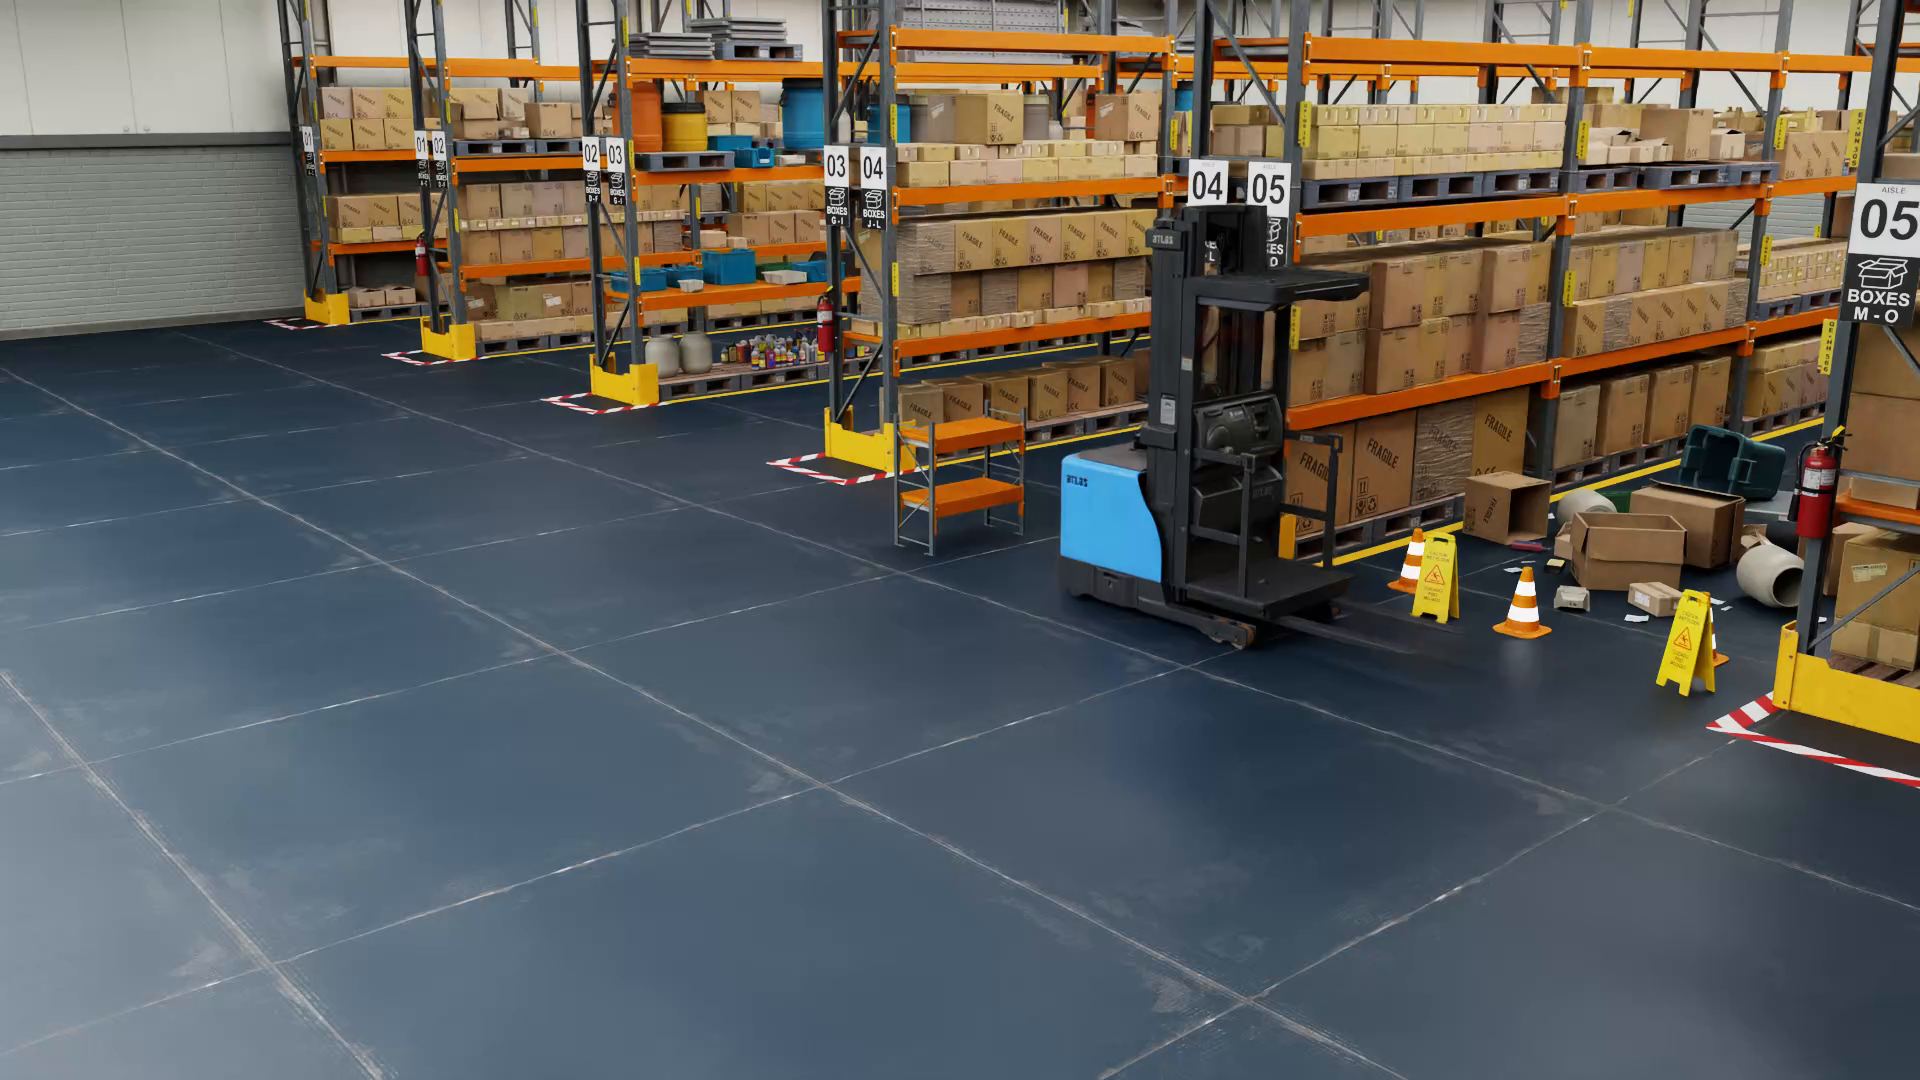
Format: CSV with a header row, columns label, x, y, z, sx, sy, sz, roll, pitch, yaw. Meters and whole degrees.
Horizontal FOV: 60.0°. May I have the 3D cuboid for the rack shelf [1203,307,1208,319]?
label,x,y,z,sx,sy,sz,roll,pitch,yaw
rack shelf,3.531,-2.921,20.767,4.000,0.370,1.077,-13,19,-39

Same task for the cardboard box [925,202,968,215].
label,x,y,z,sx,sy,sz,roll,pitch,yaw
cardboard box,-0.244,-6.034,30.021,0.500,0.500,0.700,-9,17,-29

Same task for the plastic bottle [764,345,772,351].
label,x,y,z,sx,sy,sz,roll,pitch,yaw
plastic bottle,-2.602,-2.547,22.543,0.097,0.201,0.097,0,15,0

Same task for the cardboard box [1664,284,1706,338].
label,x,y,z,sx,sy,sz,roll,pitch,yaw
cardboard box,7.301,-2.376,17.137,0.500,0.500,0.500,-13,20,-40

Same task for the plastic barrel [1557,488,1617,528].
label,x,y,z,sx,sy,sz,roll,pitch,yaw
plastic barrel,5.353,-0.212,14.222,0.421,0.421,0.512,0,15,-1

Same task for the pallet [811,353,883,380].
label,x,y,z,sx,sy,sz,roll,pitch,yaw
pallet,-1.763,-2.441,22.980,1.213,0.211,1.003,-13,19,-39

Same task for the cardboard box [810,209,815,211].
label,x,y,z,sx,sy,sz,roll,pitch,yaw
cardboard box,-3.165,-6.661,33.824,0.250,0.149,0.380,-13,19,-39

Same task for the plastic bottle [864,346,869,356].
label,x,y,z,sx,sy,sz,roll,pitch,yaw
plastic bottle,-1.298,-2.633,22.863,0.097,0.201,0.097,0,15,0

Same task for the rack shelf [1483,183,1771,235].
label,x,y,z,sx,sy,sz,roll,pitch,yaw
rack shelf,6.711,-3.388,16.701,4.000,0.370,1.077,-13,19,-39

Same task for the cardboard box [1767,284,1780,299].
label,x,y,z,sx,sy,sz,roll,pitch,yaw
cardboard box,8.892,-2.788,18.549,0.250,0.149,0.380,-11,19,-37

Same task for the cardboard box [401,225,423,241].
label,x,y,z,sx,sy,sz,roll,pitch,yaw
cardboard box,-9.403,-5.279,28.453,0.500,0.250,0.500,-13,20,-40

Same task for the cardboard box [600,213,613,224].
label,x,y,z,sx,sy,sz,roll,pitch,yaw
cardboard box,-5.501,-4.918,25.399,0.250,0.149,0.380,-12,19,-38

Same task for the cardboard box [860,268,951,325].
label,x,y,z,sx,sy,sz,roll,pitch,yaw
cardboard box,-0.562,-2.532,17.147,0.500,0.500,0.875,-13,19,-39

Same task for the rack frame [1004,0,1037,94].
label,x,y,z,sx,sy,sz,roll,pitch,yaw
rack frame,1.320,-10.754,37.073,0.127,3.000,1.000,-13,19,-39

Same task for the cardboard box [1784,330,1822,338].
label,x,y,z,sx,sy,sz,roll,pitch,yaw
cardboard box,10.055,-2.308,19.654,0.500,0.250,0.500,-14,20,-42

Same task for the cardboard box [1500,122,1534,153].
label,x,y,z,sx,sy,sz,roll,pitch,yaw
cardboard box,4.617,-3.500,14.434,0.500,0.250,0.500,-13,20,-40

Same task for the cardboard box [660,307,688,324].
label,x,y,z,sx,sy,sz,roll,pitch,yaw
cardboard box,-4.684,-3.612,26.476,0.500,0.250,0.500,-13,19,-39

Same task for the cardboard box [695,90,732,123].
label,x,y,z,sx,sy,sz,roll,pitch,yaw
cardboard box,-3.987,-6.898,26.472,0.500,0.500,0.500,-12,19,-39

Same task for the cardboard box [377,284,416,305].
label,x,y,z,sx,sy,sz,roll,pitch,yaw
cardboard box,-9.739,-4.255,28.725,0.500,0.311,0.500,-11,18,-35

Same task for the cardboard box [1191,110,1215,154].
label,x,y,z,sx,sy,sz,roll,pitch,yaw
cardboard box,3.152,-4.852,19.776,0.637,0.503,0.797,-12,19,-37

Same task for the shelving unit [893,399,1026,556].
label,x,y,z,sx,sy,sz,roll,pitch,yaw
shelving unit,0.005,-0.545,14.109,1.048,1.125,0.538,-13,19,-39

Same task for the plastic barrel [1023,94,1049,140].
label,x,y,z,sx,sy,sz,roll,pitch,yaw
plastic barrel,1.026,-6.166,24.738,0.600,0.901,0.600,0,15,0

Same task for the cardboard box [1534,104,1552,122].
label,x,y,z,sx,sy,sz,roll,pitch,yaw
cardboard box,4.944,-3.745,14.578,0.250,0.149,0.380,-13,20,-40

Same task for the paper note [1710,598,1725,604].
label,x,y,z,sx,sy,sz,roll,pitch,yaw
paper note,5.656,0.455,12.511,0.142,0.019,0.148,-6,16,-20

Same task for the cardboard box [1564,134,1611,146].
label,x,y,z,sx,sy,sz,roll,pitch,yaw
cardboard box,5.989,-3.827,16.236,0.500,0.250,0.500,-13,20,-40

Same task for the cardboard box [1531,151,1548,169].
label,x,y,z,sx,sy,sz,roll,pitch,yaw
cardboard box,4.947,-3.359,14.681,0.250,0.149,0.380,-12,19,-38

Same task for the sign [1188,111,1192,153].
label,x,y,z,sx,sy,sz,roll,pitch,yaw
sign,1.839,-3.216,13.103,0.005,0.325,0.100,-13,19,-39

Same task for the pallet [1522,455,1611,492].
label,x,y,z,sx,sy,sz,roll,pitch,yaw
pallet,5.734,-0.745,16.631,1.213,0.211,1.003,-13,19,-39

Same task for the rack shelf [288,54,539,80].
label,x,y,z,sx,sy,sz,roll,pitch,yaw
rack shelf,-9.241,-8.033,28.287,4.000,0.370,1.077,-13,19,-39

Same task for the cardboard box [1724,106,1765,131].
label,x,y,z,sx,sy,sz,roll,pitch,yaw
cardboard box,8.731,-4.701,18.547,0.258,0.266,0.396,-13,19,-39

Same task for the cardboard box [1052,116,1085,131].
label,x,y,z,sx,sy,sz,roll,pitch,yaw
cardboard box,2.087,-7.867,31.397,0.500,0.250,0.500,-13,19,-39

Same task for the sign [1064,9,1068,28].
label,x,y,z,sx,sy,sz,roll,pitch,yaw
sign,1.926,-9.533,30.386,0.005,0.325,0.100,-13,19,-39

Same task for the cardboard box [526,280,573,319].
label,x,y,z,sx,sy,sz,roll,pitch,yaw
cardboard box,-6.200,-3.638,25.118,0.500,0.500,0.500,-13,19,-39

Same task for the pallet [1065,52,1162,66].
label,x,y,z,sx,sy,sz,roll,pitch,yaw
pallet,2.353,-7.302,25.290,1.003,0.211,1.213,-13,19,-39

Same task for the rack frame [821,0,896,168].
label,x,y,z,sx,sy,sz,roll,pitch,yaw
rack frame,-0.995,-5.151,16.095,0.127,3.000,1.000,-13,19,-39

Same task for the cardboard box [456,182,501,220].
label,x,y,z,sx,sy,sz,roll,pitch,yaw
cardboard box,-7.095,-4.942,24.232,0.500,0.500,0.700,-13,19,-39

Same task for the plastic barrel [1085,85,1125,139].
label,x,y,z,sx,sy,sz,roll,pitch,yaw
plastic barrel,2.219,-6.527,25.414,0.708,0.830,0.600,-13,19,-39

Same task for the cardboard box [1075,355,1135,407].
label,x,y,z,sx,sy,sz,roll,pitch,yaw
cardboard box,1.694,-1.865,19.450,0.500,0.500,0.500,-13,20,-41

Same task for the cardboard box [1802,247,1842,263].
label,x,y,z,sx,sy,sz,roll,pitch,yaw
cardboard box,10.078,-3.345,19.479,0.250,0.149,0.380,-14,20,-42

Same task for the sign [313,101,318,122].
label,x,y,z,sx,sy,sz,roll,pitch,yaw
sign,-10.394,-6.911,26.804,0.005,0.325,0.100,-13,19,-39

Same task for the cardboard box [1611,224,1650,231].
label,x,y,z,sx,sy,sz,roll,pitch,yaw
cardboard box,10.500,-4.814,26.176,0.500,0.250,0.500,-13,20,-40

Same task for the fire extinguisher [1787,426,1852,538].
label,x,y,z,sx,sy,sz,roll,pitch,yaw
fire extinguisher,5.121,-0.356,9.920,0.183,0.674,0.296,-13,19,-39

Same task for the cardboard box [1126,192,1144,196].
label,x,y,z,sx,sy,sz,roll,pitch,yaw
cardboard box,3.263,-7.033,32.635,0.500,0.500,0.500,-12,19,-38

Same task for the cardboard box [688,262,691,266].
label,x,y,z,sx,sy,sz,roll,pitch,yaw
cardboard box,-5.224,-5.373,32.544,0.500,0.500,0.700,-12,19,-39

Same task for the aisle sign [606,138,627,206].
label,x,y,z,sx,sy,sz,roll,pitch,yaw
aisle sign,-4.109,-4.403,19.885,0.004,0.787,0.394,-13,19,-39

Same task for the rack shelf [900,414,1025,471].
label,x,y,z,sx,sy,sz,roll,pitch,yaw
rack shelf,0.005,-0.827,14.034,1.000,0.278,0.538,-13,19,-39

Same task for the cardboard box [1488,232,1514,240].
label,x,y,z,sx,sy,sz,roll,pitch,yaw
cardboard box,7.506,-4.119,23.662,0.500,0.500,0.500,-12,19,-38

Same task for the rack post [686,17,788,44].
label,x,y,z,sx,sy,sz,roll,pitch,yaw
rack post,-2.806,-6.413,20.966,0.954,0.300,0.937,-13,20,-40

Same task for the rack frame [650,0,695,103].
label,x,y,z,sx,sy,sz,roll,pitch,yaw
rack frame,-4.478,-7.757,25.854,0.127,3.000,1.000,-13,19,-39

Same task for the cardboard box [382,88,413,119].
label,x,y,z,sx,sy,sz,roll,pitch,yaw
cardboard box,-9.509,-7.317,27.850,0.500,0.500,0.500,-12,19,-38

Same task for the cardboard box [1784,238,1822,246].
label,x,y,z,sx,sy,sz,roll,pitch,yaw
cardboard box,10.431,-3.646,20.606,0.250,0.149,0.380,-12,19,-38

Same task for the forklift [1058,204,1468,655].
label,x,y,z,sx,sy,sz,roll,pitch,yaw
forklift,2.117,-0.815,11.622,1.130,2.935,3.031,-13,20,-41

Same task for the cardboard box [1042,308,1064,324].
label,x,y,z,sx,sy,sz,roll,pitch,yaw
cardboard box,0.912,-2.464,18.147,0.250,0.149,0.380,-13,19,-39

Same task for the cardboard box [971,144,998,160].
label,x,y,z,sx,sy,sz,roll,pitch,yaw
cardboard box,0.171,-3.988,17.072,0.250,0.149,0.380,-13,20,-40

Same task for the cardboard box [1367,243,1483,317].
label,x,y,z,sx,sy,sz,roll,pitch,yaw
cardboard box,4.065,-2.305,14.684,0.550,0.550,0.875,-13,19,-39
